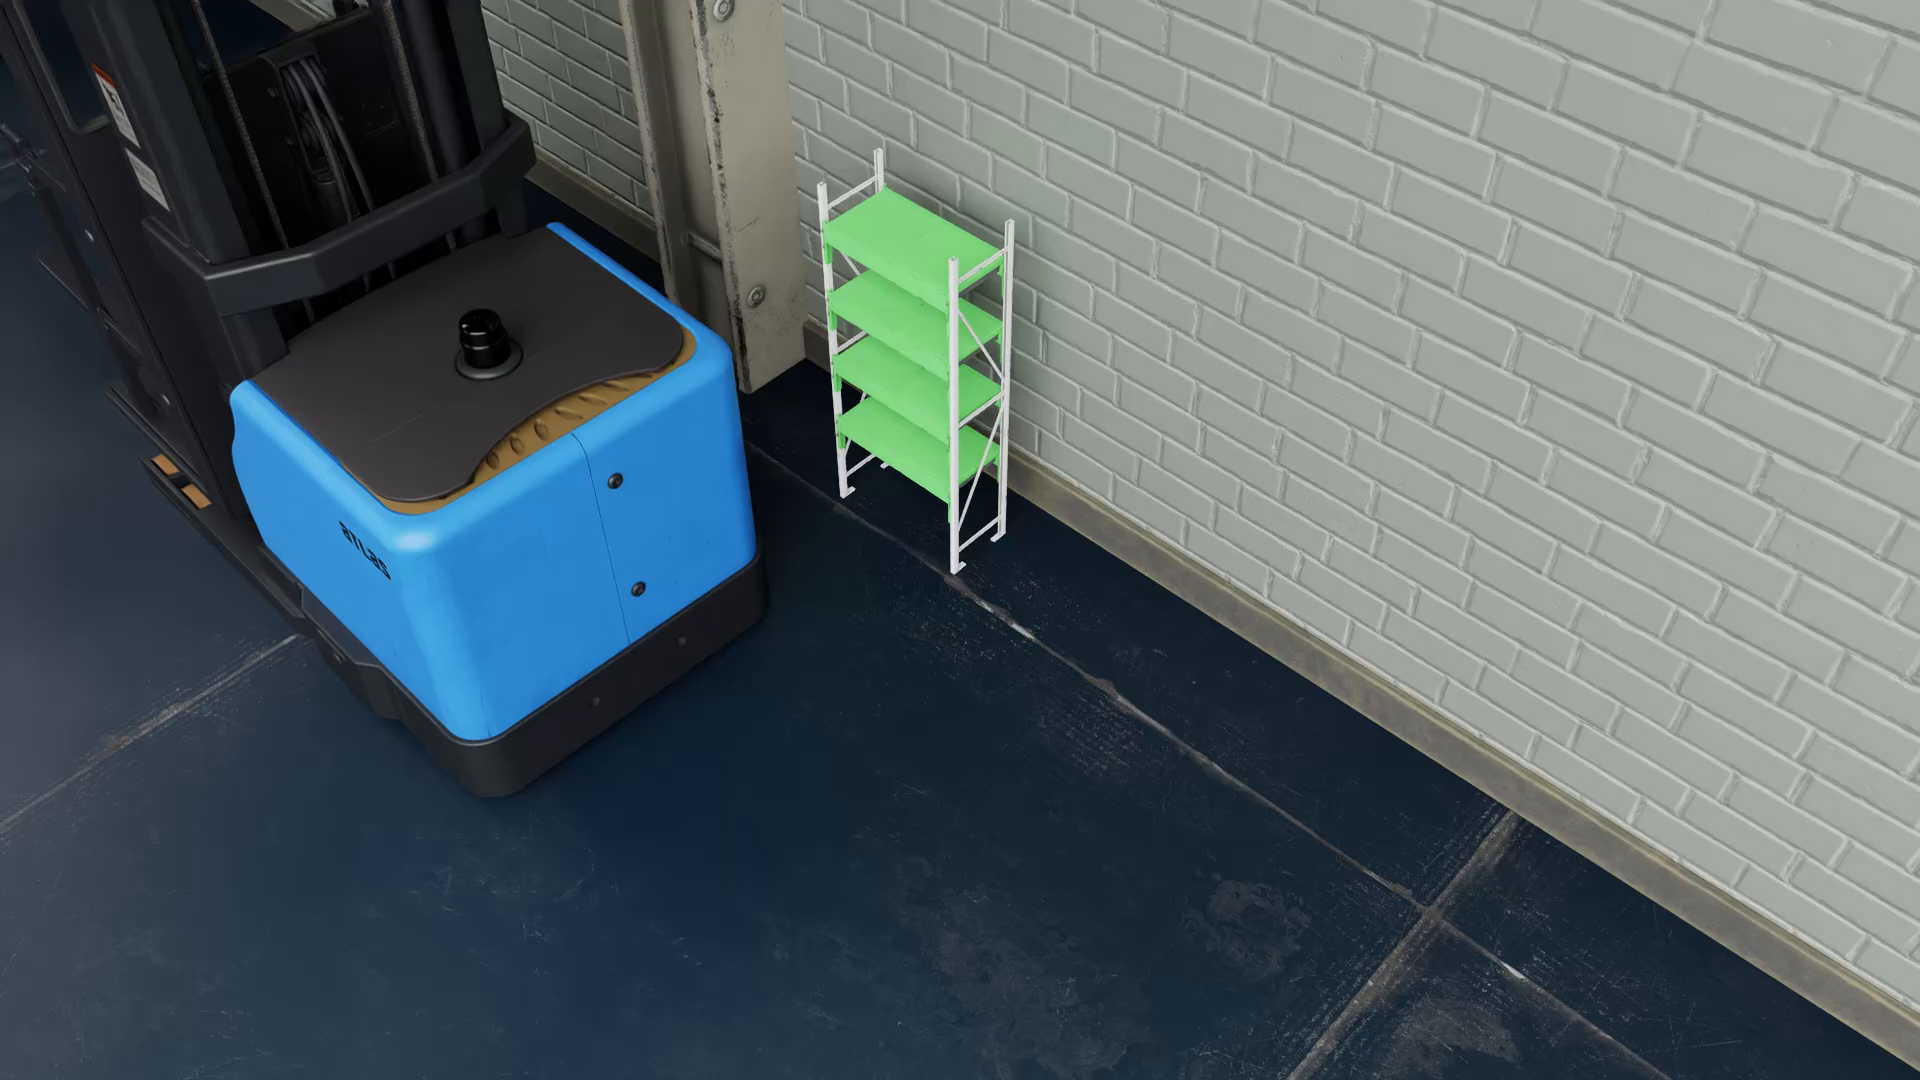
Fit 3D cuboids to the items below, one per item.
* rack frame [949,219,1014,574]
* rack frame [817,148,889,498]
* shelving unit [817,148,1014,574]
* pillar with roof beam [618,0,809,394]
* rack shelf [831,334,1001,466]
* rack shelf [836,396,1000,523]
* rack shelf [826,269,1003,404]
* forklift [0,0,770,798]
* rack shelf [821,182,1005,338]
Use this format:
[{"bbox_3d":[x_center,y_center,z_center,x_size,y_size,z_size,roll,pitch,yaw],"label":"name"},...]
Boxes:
[{"bbox_3d":[0.058,-0.372,4.776,0.015,1.200,0.240,34,55,28],"label":"rack frame"},{"bbox_3d":[-0.301,-0.613,5.003,0.015,1.200,0.240,34,55,28],"label":"rack frame"},{"bbox_3d":[-0.122,-0.493,4.889,0.503,1.200,0.258,34,55,28],"label":"shelving unit"},{"bbox_3d":[-3.689,-1.453,0.442,0.400,9.000,9.100,34,55,28],"label":"pillar with roof beam"},{"bbox_3d":[-0.122,-0.449,4.936,0.480,0.148,0.258,34,55,28],"label":"rack shelf"},{"bbox_3d":[-0.122,-0.285,5.111,0.480,0.148,0.258,34,55,28],"label":"rack shelf"},{"bbox_3d":[-0.122,-0.613,4.761,0.480,0.148,0.258,34,55,28],"label":"rack shelf"},{"bbox_3d":[-1.970,-1.273,4.435,3.031,2.935,1.130,36,56,29],"label":"forklift"},{"bbox_3d":[-0.122,-0.777,4.586,0.480,0.148,0.258,34,55,28],"label":"rack shelf"}]
